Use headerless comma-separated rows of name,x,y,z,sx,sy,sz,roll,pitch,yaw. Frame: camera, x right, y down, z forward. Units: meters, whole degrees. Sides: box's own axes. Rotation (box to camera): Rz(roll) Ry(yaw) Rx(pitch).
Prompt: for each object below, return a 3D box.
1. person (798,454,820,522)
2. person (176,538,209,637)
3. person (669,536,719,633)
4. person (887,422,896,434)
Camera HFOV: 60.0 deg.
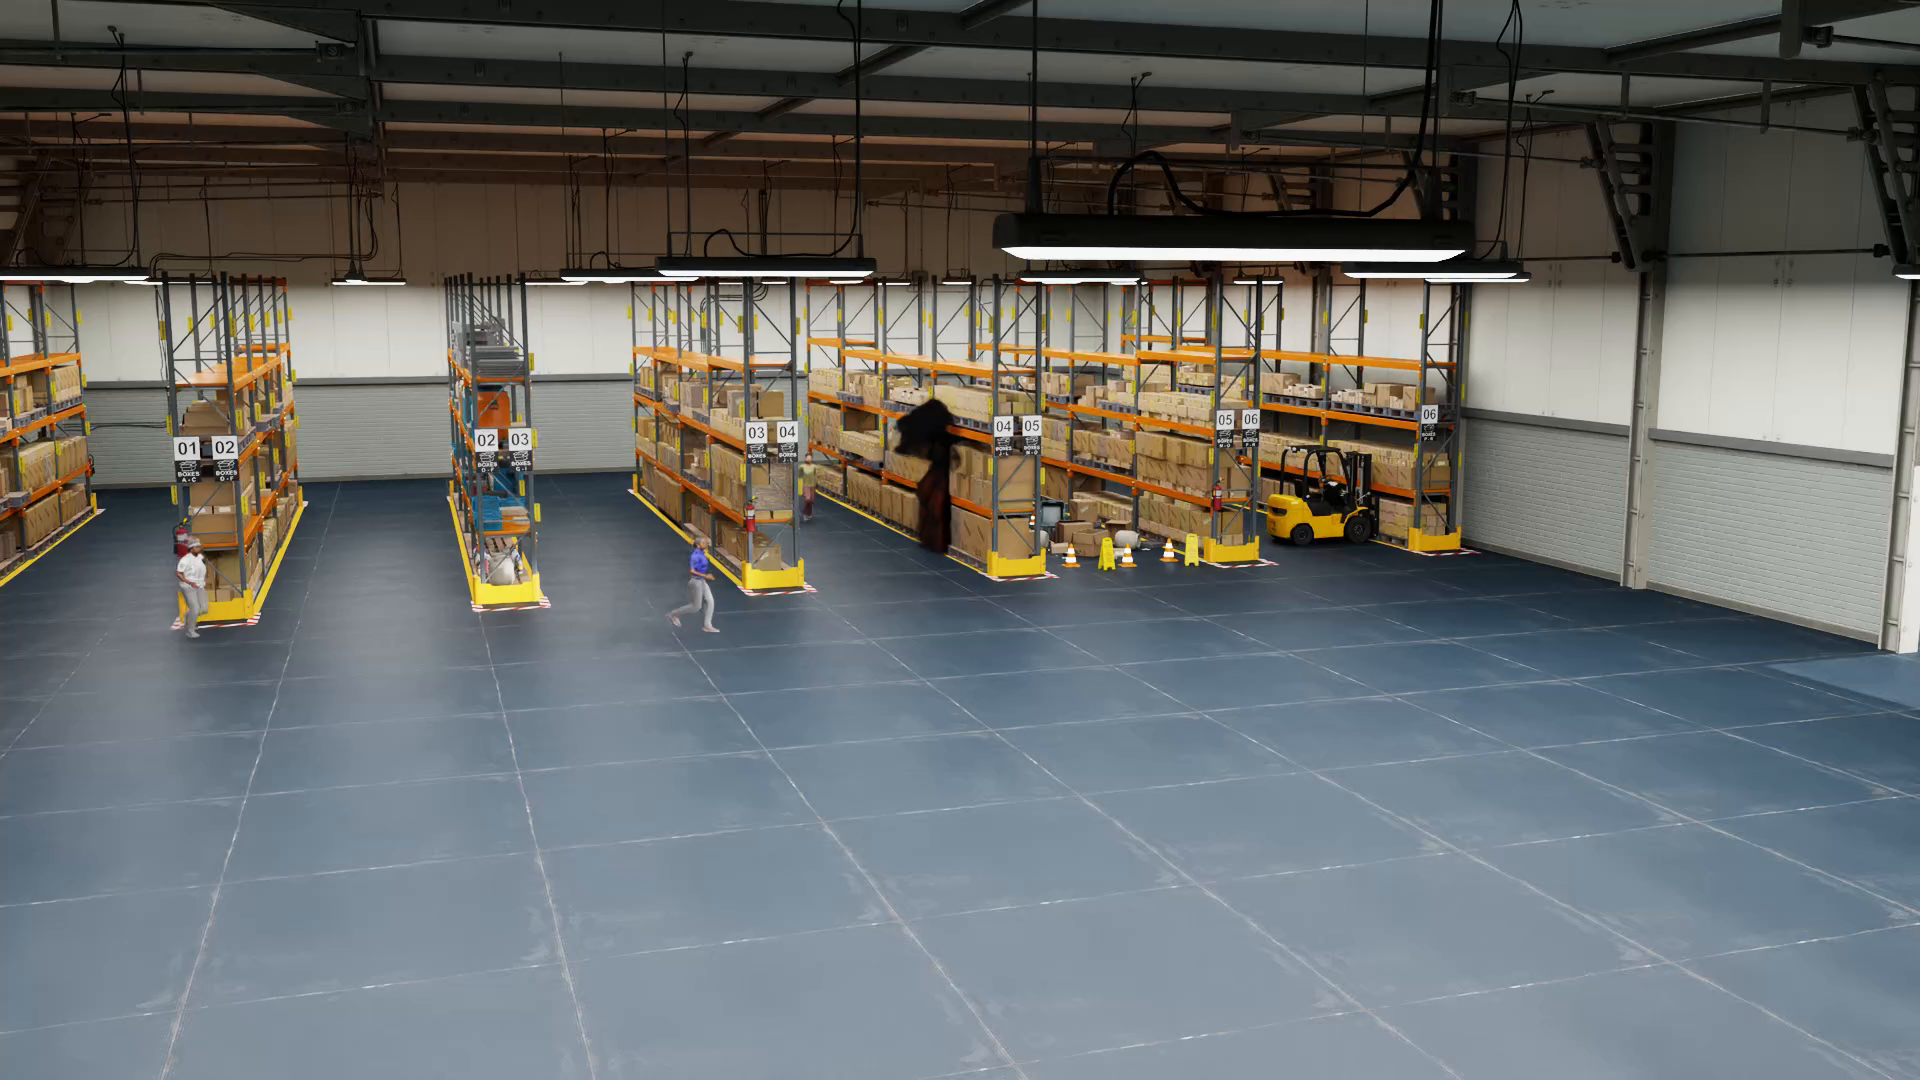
person,-3.736,-1.306,41.247,0.558,1.675,0.684,-2,9,-16
person,-12.692,0.791,27.567,0.555,1.656,0.592,4,9,25
person,-4.449,0.745,27.792,0.835,1.635,0.565,1,9,6
person,-1.998,-2.787,51.080,0.923,1.668,0.629,-5,10,-31
